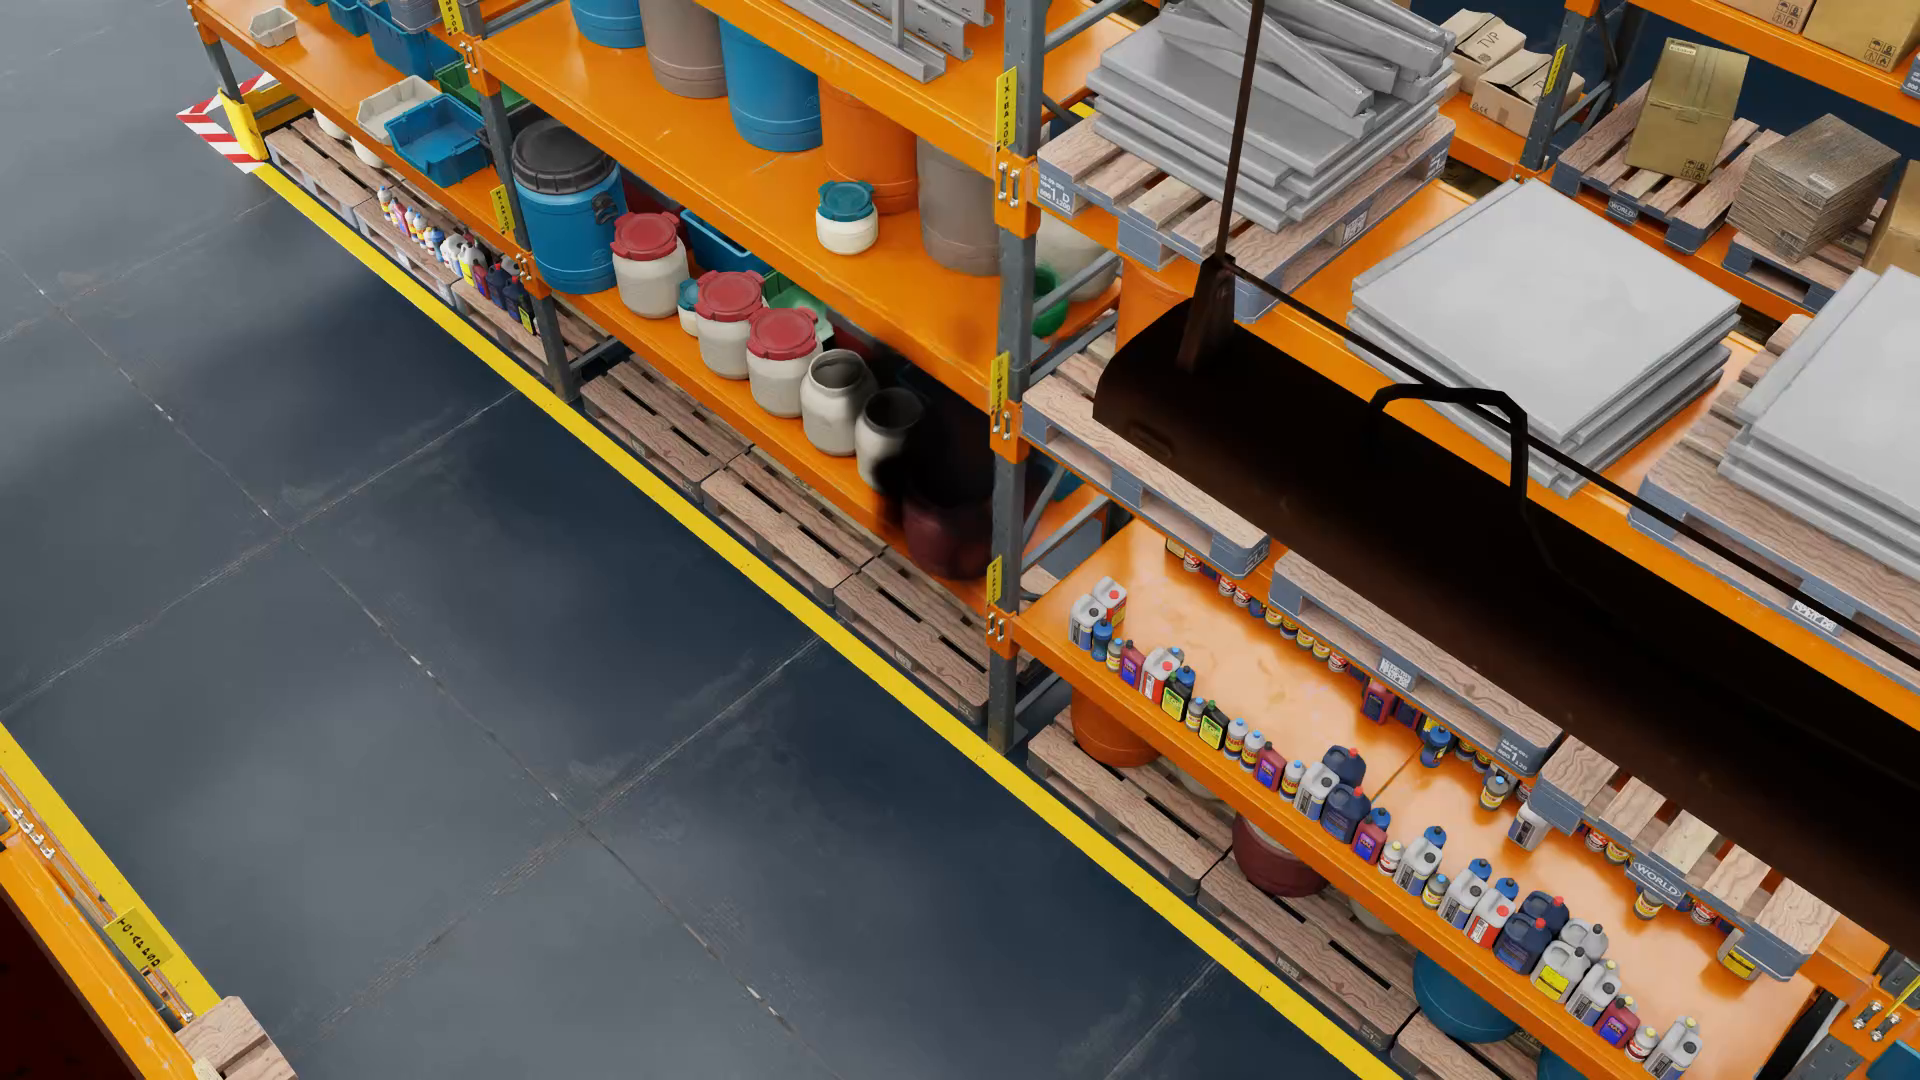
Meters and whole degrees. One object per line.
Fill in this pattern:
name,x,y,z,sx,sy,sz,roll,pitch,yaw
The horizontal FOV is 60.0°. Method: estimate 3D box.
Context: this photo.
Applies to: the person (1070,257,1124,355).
person,0.891,-1.211,9.955,0.843,1.672,0.588,37,59,27
